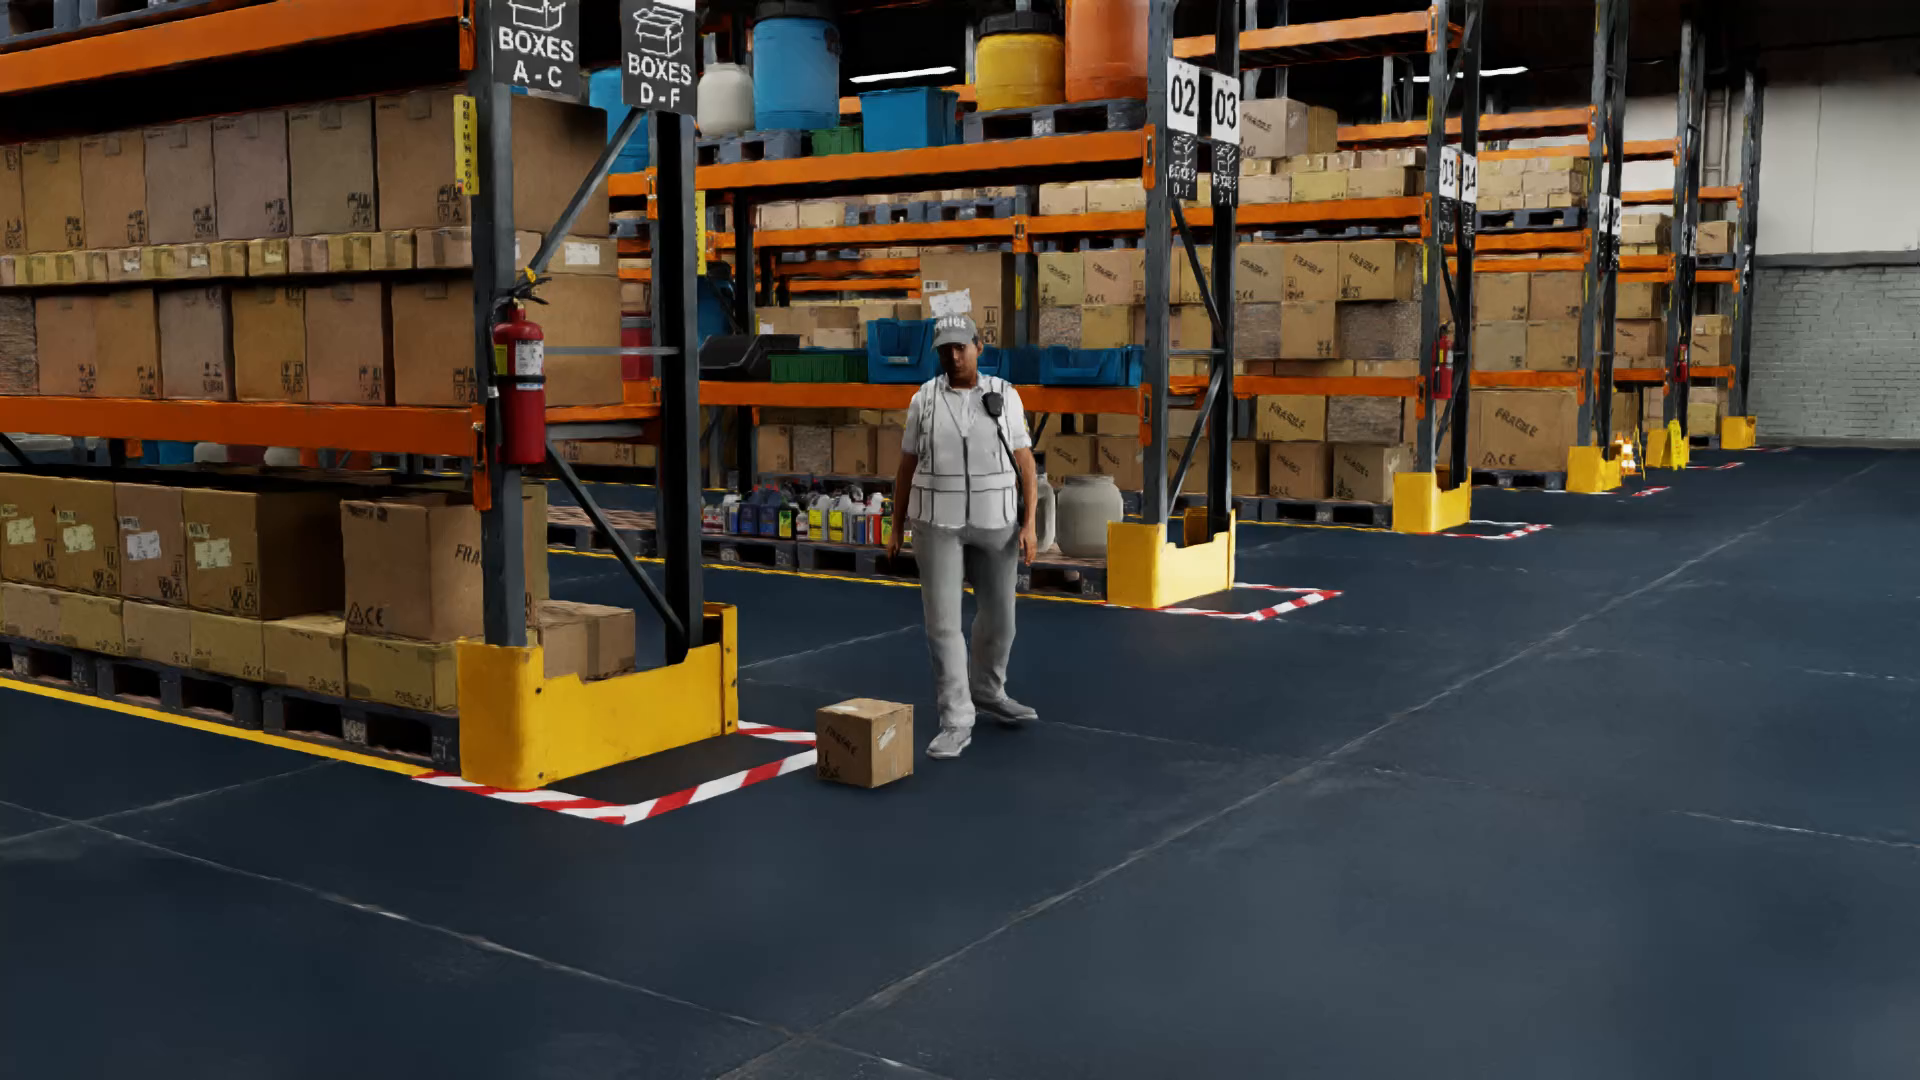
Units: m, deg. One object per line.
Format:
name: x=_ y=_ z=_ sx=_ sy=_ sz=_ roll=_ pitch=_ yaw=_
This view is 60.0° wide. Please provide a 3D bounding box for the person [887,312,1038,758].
person: x=0.022 y=-0.041 z=6.404 sx=0.605 sy=1.655 sz=0.662 roll=0 pitch=6 yaw=-4
